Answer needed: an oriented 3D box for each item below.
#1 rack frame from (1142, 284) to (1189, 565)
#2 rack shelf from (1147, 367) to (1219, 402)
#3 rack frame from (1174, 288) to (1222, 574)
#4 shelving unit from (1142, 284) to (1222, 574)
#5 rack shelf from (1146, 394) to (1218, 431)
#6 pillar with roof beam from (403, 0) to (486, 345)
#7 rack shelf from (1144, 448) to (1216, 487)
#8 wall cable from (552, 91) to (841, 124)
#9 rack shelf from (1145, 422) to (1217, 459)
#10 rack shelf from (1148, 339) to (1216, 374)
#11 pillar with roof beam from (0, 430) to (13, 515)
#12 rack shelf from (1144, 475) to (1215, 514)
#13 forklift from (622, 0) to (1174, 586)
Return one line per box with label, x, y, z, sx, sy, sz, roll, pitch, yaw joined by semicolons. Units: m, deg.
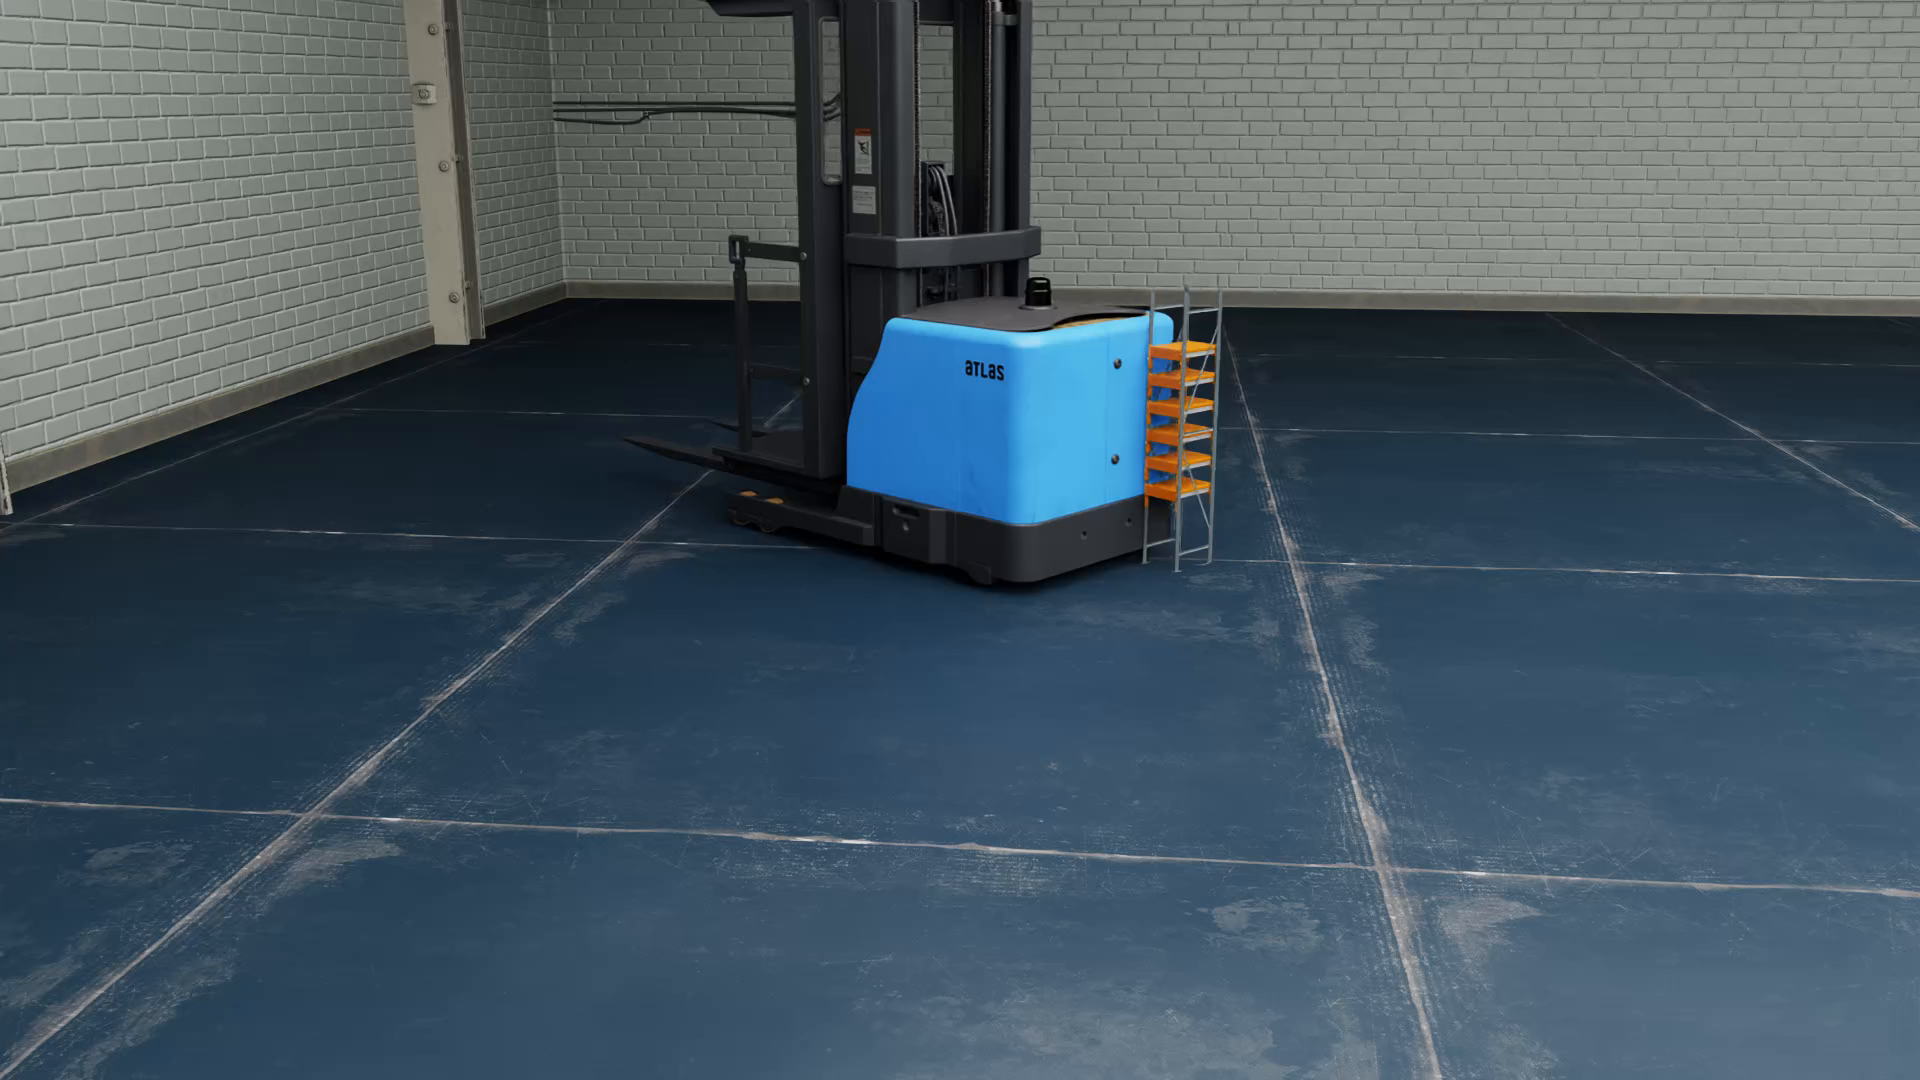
rack frame;0.886;-0.491;7.179;0.240;1.200;0.006;-13;20;-40
rack shelf;0.947;-0.662;7.062;0.258;0.103;0.180;-13;20;-40
rack frame;1.009;-0.455;7.047;0.240;1.200;0.006;-13;20;-40
shelving unit;0.947;-0.473;7.113;0.258;1.200;0.189;-13;20;-40
rack shelf;0.947;-0.546;7.093;0.258;0.103;0.180;-13;20;-40
pillar with roof beam;0.134;-5.863;12.104;9.100;9.000;0.400;2;15;6
rack shelf;0.947;-0.314;7.156;0.258;0.103;0.180;-13;20;-40
wall cable;-2.497;-5.216;15.660;3.097;2.526;0.112;2;15;6
rack shelf;0.947;-0.430;7.125;0.258;0.103;0.180;-13;20;-40
rack shelf;0.947;-0.778;7.031;0.258;0.103;0.180;-13;20;-40
pillar with roof beam;-0.543;-4.307;6.349;9.100;9.000;0.400;2;15;6
rack shelf;0.947;-0.199;7.187;0.258;0.103;0.180;-13;20;-40
forklift;-0.474;-1.533;7.718;3.031;2.935;1.130;14;21;42
